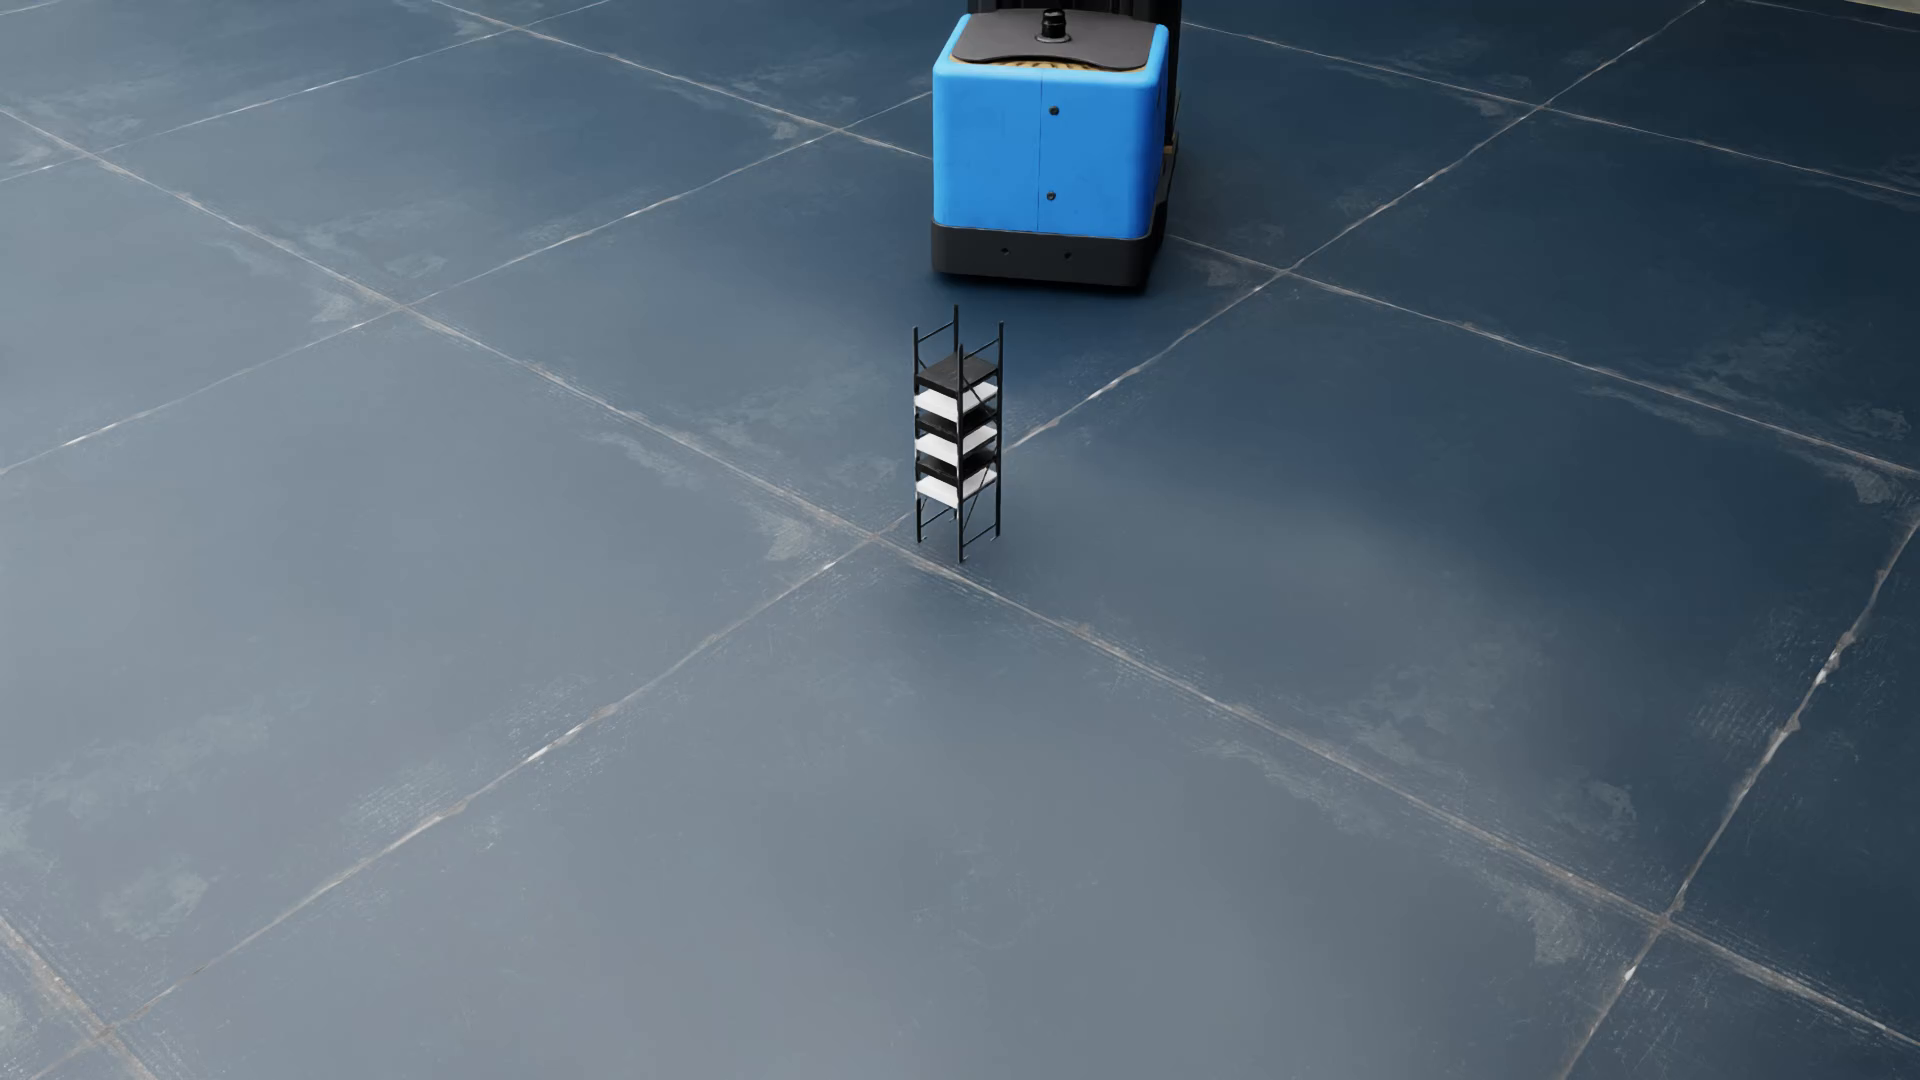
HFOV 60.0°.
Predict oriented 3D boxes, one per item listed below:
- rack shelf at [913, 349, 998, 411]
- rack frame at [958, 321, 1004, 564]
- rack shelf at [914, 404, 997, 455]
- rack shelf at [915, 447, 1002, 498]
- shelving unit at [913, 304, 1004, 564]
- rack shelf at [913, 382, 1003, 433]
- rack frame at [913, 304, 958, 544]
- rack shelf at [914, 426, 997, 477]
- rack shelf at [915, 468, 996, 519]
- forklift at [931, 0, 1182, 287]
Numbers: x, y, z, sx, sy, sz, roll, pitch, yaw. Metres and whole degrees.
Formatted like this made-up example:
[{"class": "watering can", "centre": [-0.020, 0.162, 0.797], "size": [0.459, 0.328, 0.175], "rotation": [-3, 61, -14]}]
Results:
[{"class": "rack shelf", "centre": [-0.006, -0.569, 5.866], "size": [0.200, 0.077, 0.258], "rotation": [25, 42, 32]}, {"class": "rack frame", "centre": [0.072, -0.337, 5.946], "size": [0.006, 0.900, 0.240], "rotation": [25, 42, 32]}, {"class": "rack shelf", "centre": [-0.006, -0.421, 5.967], "size": [0.200, 0.077, 0.258], "rotation": [25, 42, 32]}, {"class": "rack shelf", "centre": [-0.006, -0.272, 6.069], "size": [0.200, 0.077, 0.258], "rotation": [25, 42, 32]}, {"class": "shelving unit", "centre": [-0.006, -0.374, 6.000], "size": [0.210, 0.900, 0.258], "rotation": [25, 42, 32]}, {"class": "rack shelf", "centre": [-0.006, -0.495, 5.917], "size": [0.200, 0.077, 0.258], "rotation": [25, 42, 32]}, {"class": "rack frame", "centre": [-0.084, -0.411, 6.053], "size": [0.006, 0.900, 0.240], "rotation": [25, 42, 32]}, {"class": "rack shelf", "centre": [-0.006, -0.346, 6.018], "size": [0.200, 0.077, 0.258], "rotation": [25, 42, 32]}, {"class": "rack shelf", "centre": [-0.006, -0.198, 6.120], "size": [0.200, 0.077, 0.258], "rotation": [25, 42, 32]}, {"class": "forklift", "centre": [0.621, -3.233, 8.369], "size": [1.130, 2.935, 3.031], "rotation": [6, 35, 8]}]
